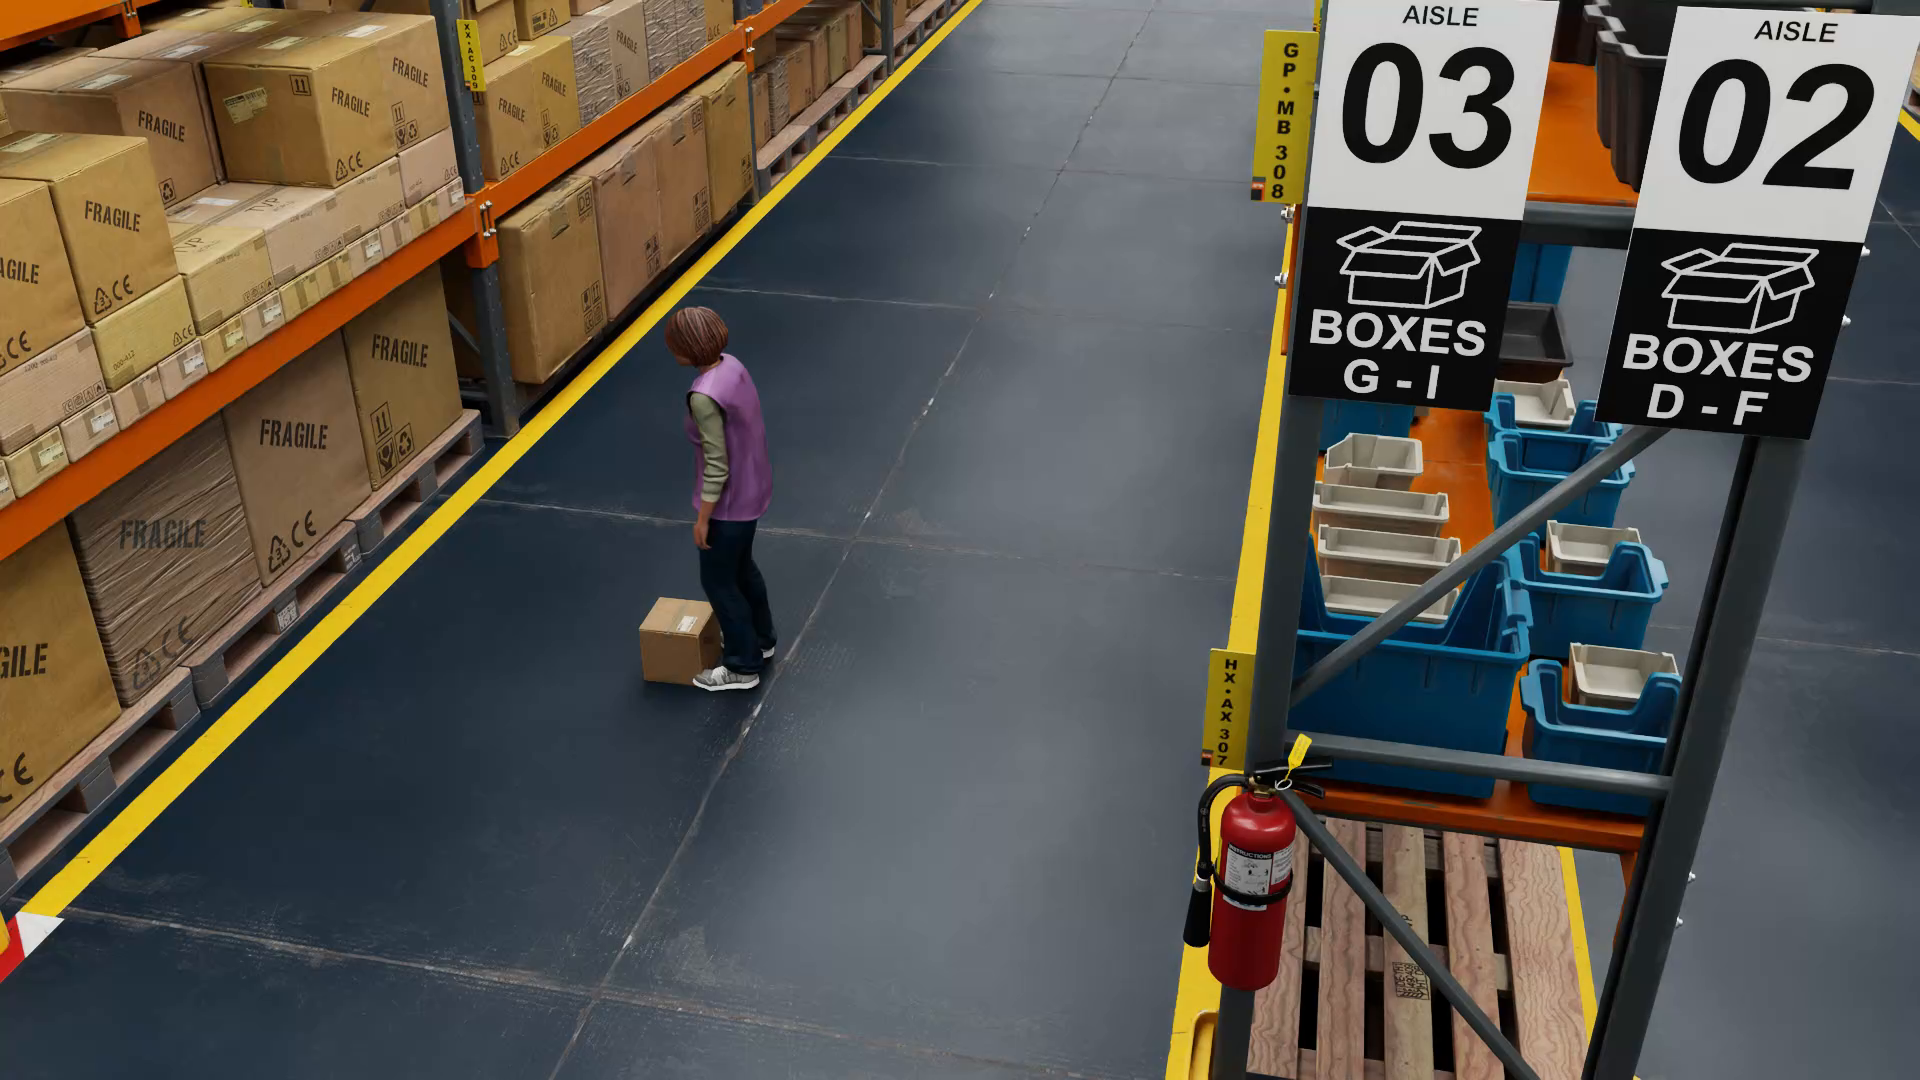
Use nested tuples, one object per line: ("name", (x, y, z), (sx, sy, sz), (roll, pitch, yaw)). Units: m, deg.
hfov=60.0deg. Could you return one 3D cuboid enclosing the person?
("person", (-0.897, -0.101, 6.432), (0.340, 1.481, 0.484), (5, 30, 8))
